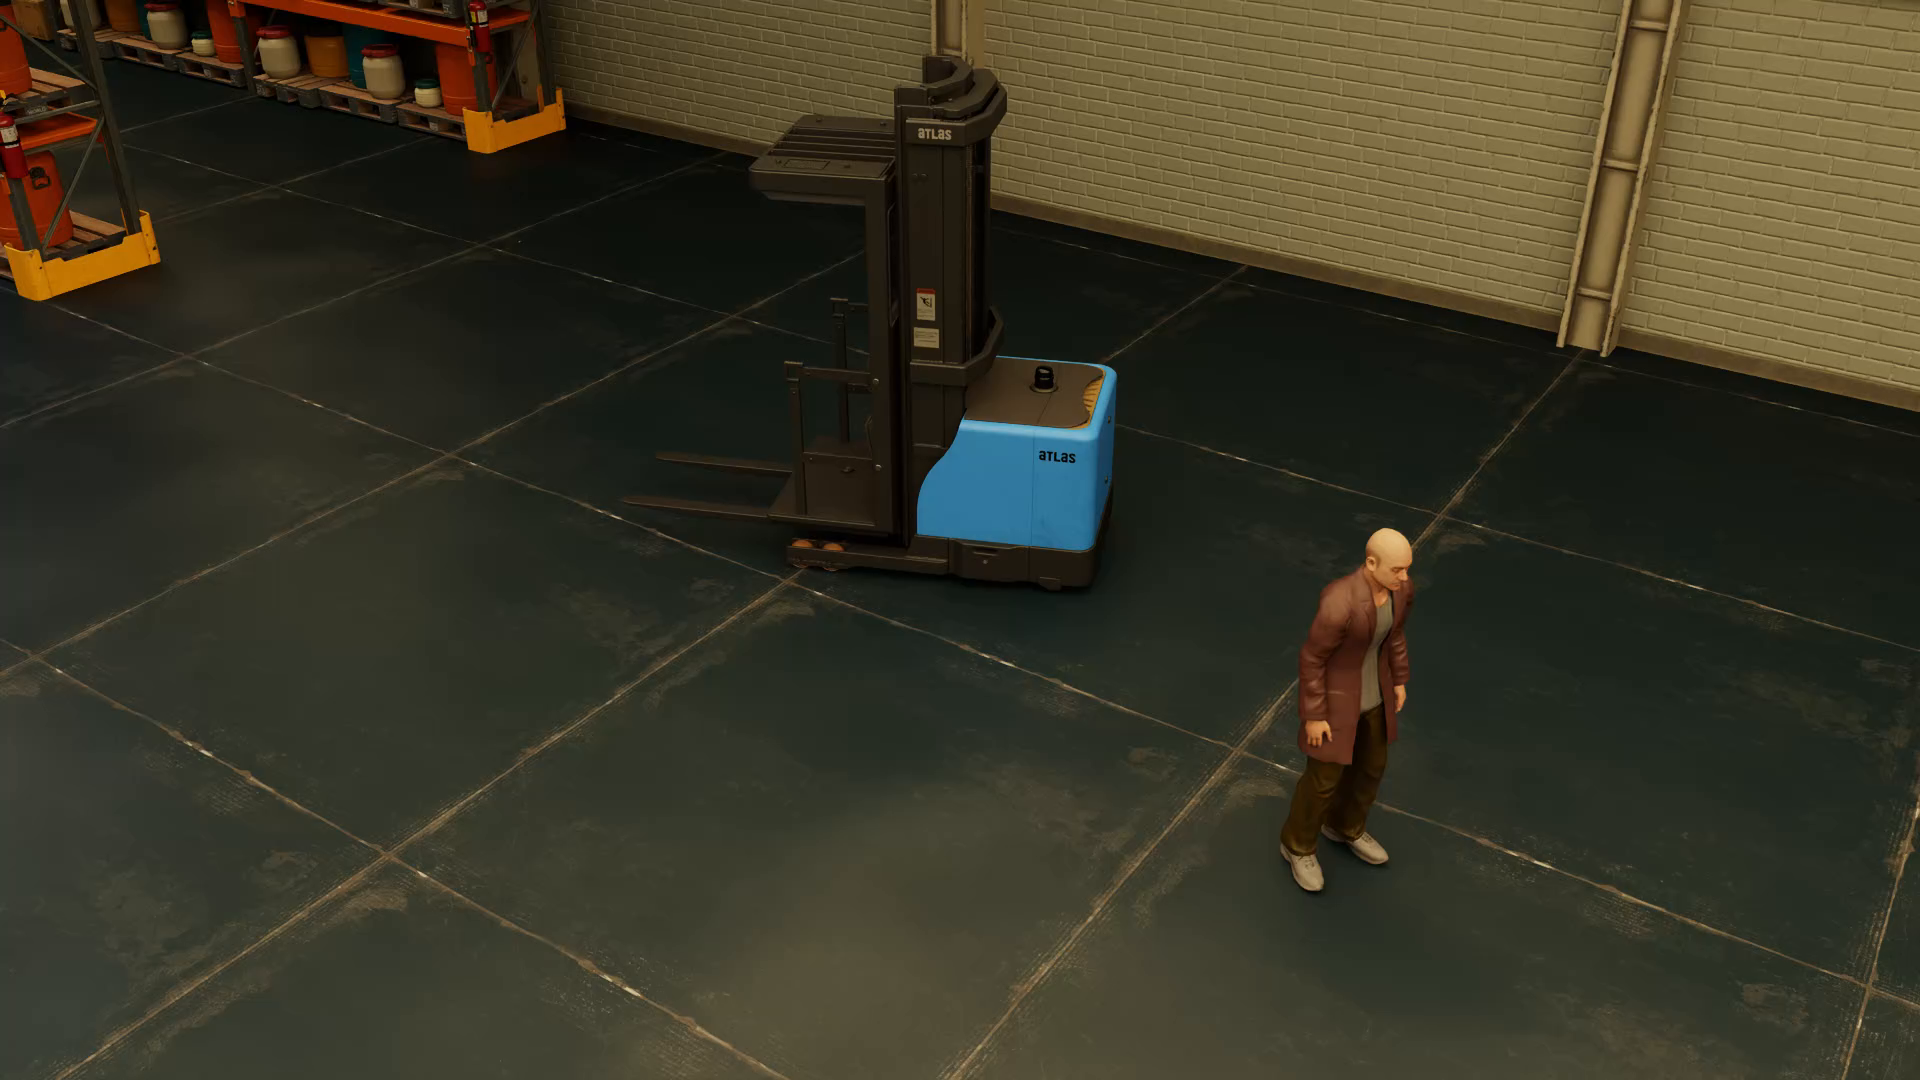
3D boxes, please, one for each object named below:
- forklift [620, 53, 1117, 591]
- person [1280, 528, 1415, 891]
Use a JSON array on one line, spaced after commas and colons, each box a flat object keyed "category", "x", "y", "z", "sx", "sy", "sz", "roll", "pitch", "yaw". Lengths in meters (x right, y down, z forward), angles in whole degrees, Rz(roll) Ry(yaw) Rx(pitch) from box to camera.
[{"category": "forklift", "x": -0.596, "y": -1.330, "z": 9.871, "sx": 3.031, "sy": 2.935, "sz": 1.130, "roll": 6, "pitch": 31, "yaw": 10}, {"category": "person", "x": 1.780, "y": 0.721, "z": 7.493, "sx": 0.652, "sy": 1.773, "sz": 0.434, "roll": -18, "pitch": 35, "yaw": -28}]
